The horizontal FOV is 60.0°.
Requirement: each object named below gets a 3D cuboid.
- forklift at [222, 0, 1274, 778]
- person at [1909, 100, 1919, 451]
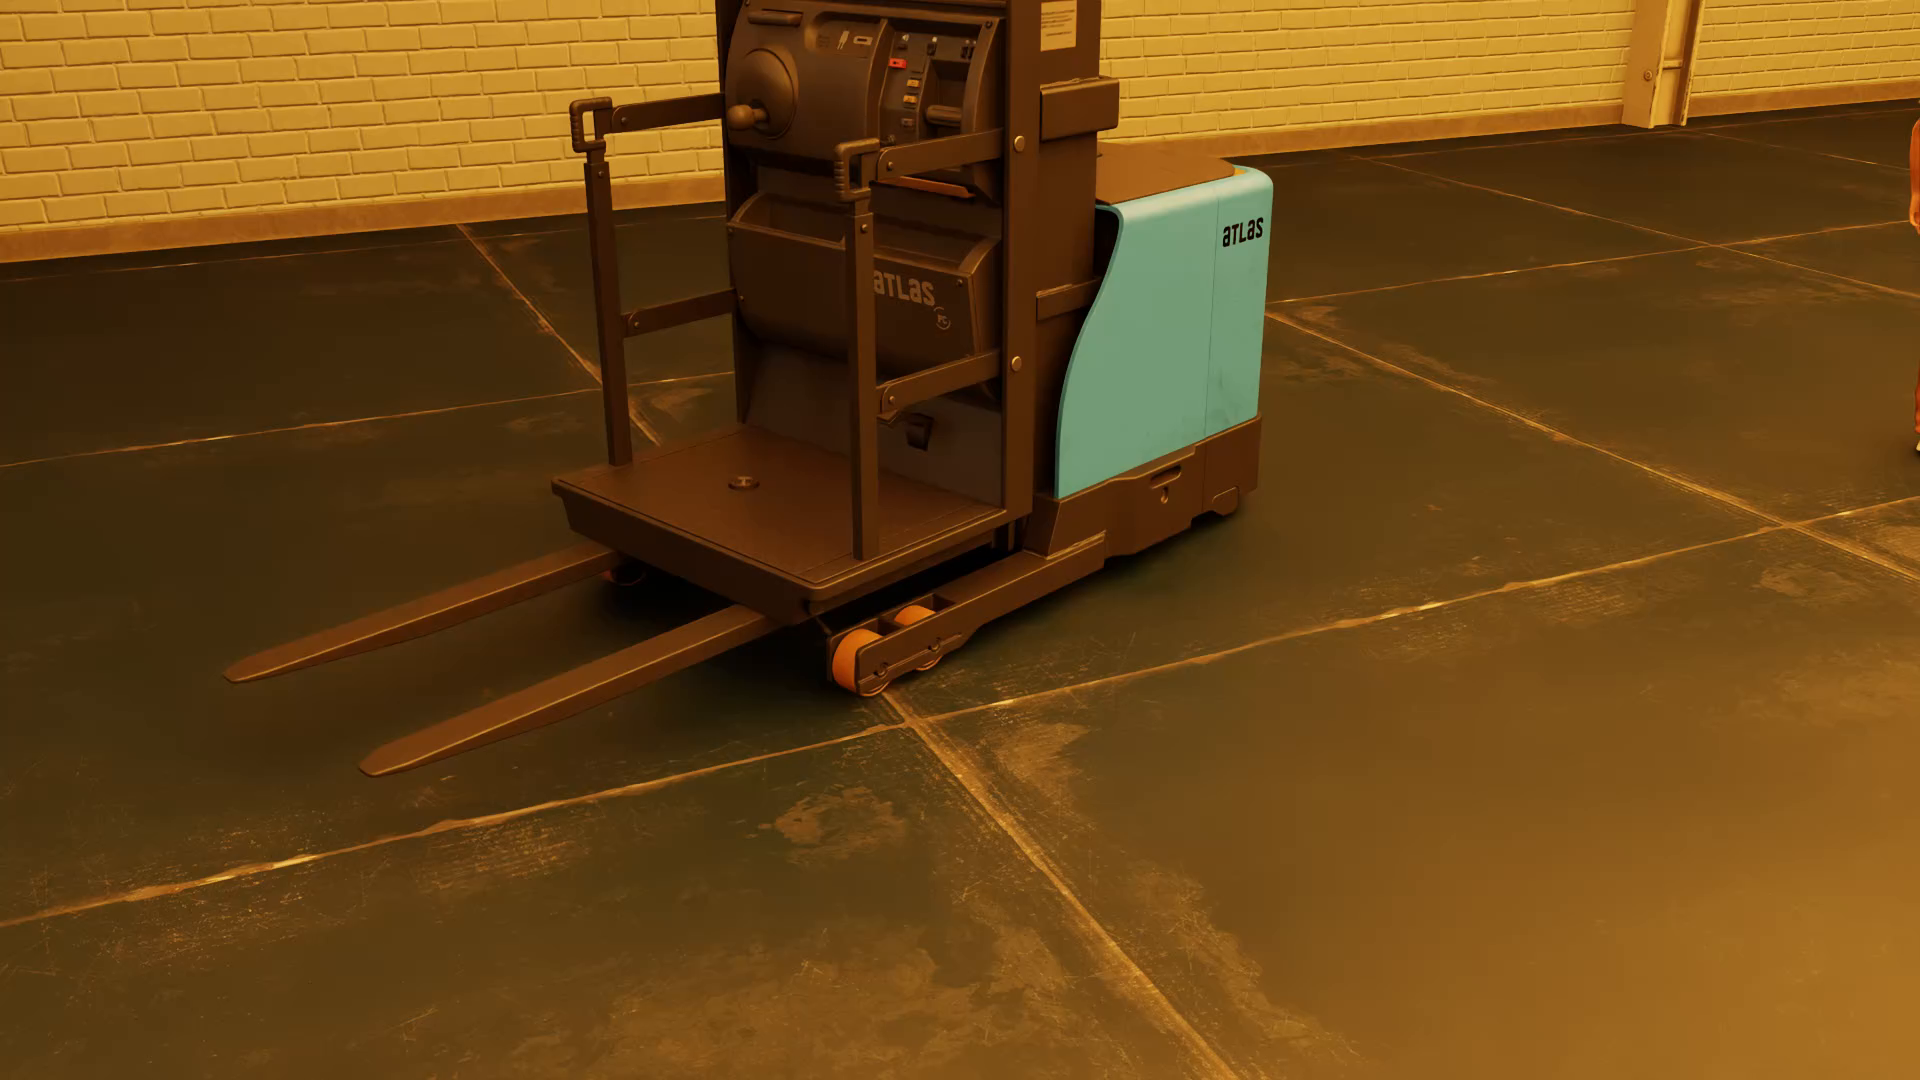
[{"bbox_3d":[-0.413,-1.182,4.131,1.130,2.935,3.031,19,29,39],"label":"forklift"},{"bbox_3d":[3.471,-1.098,5.548,0.550,1.676,0.555,-15,27,-32],"label":"person"}]
